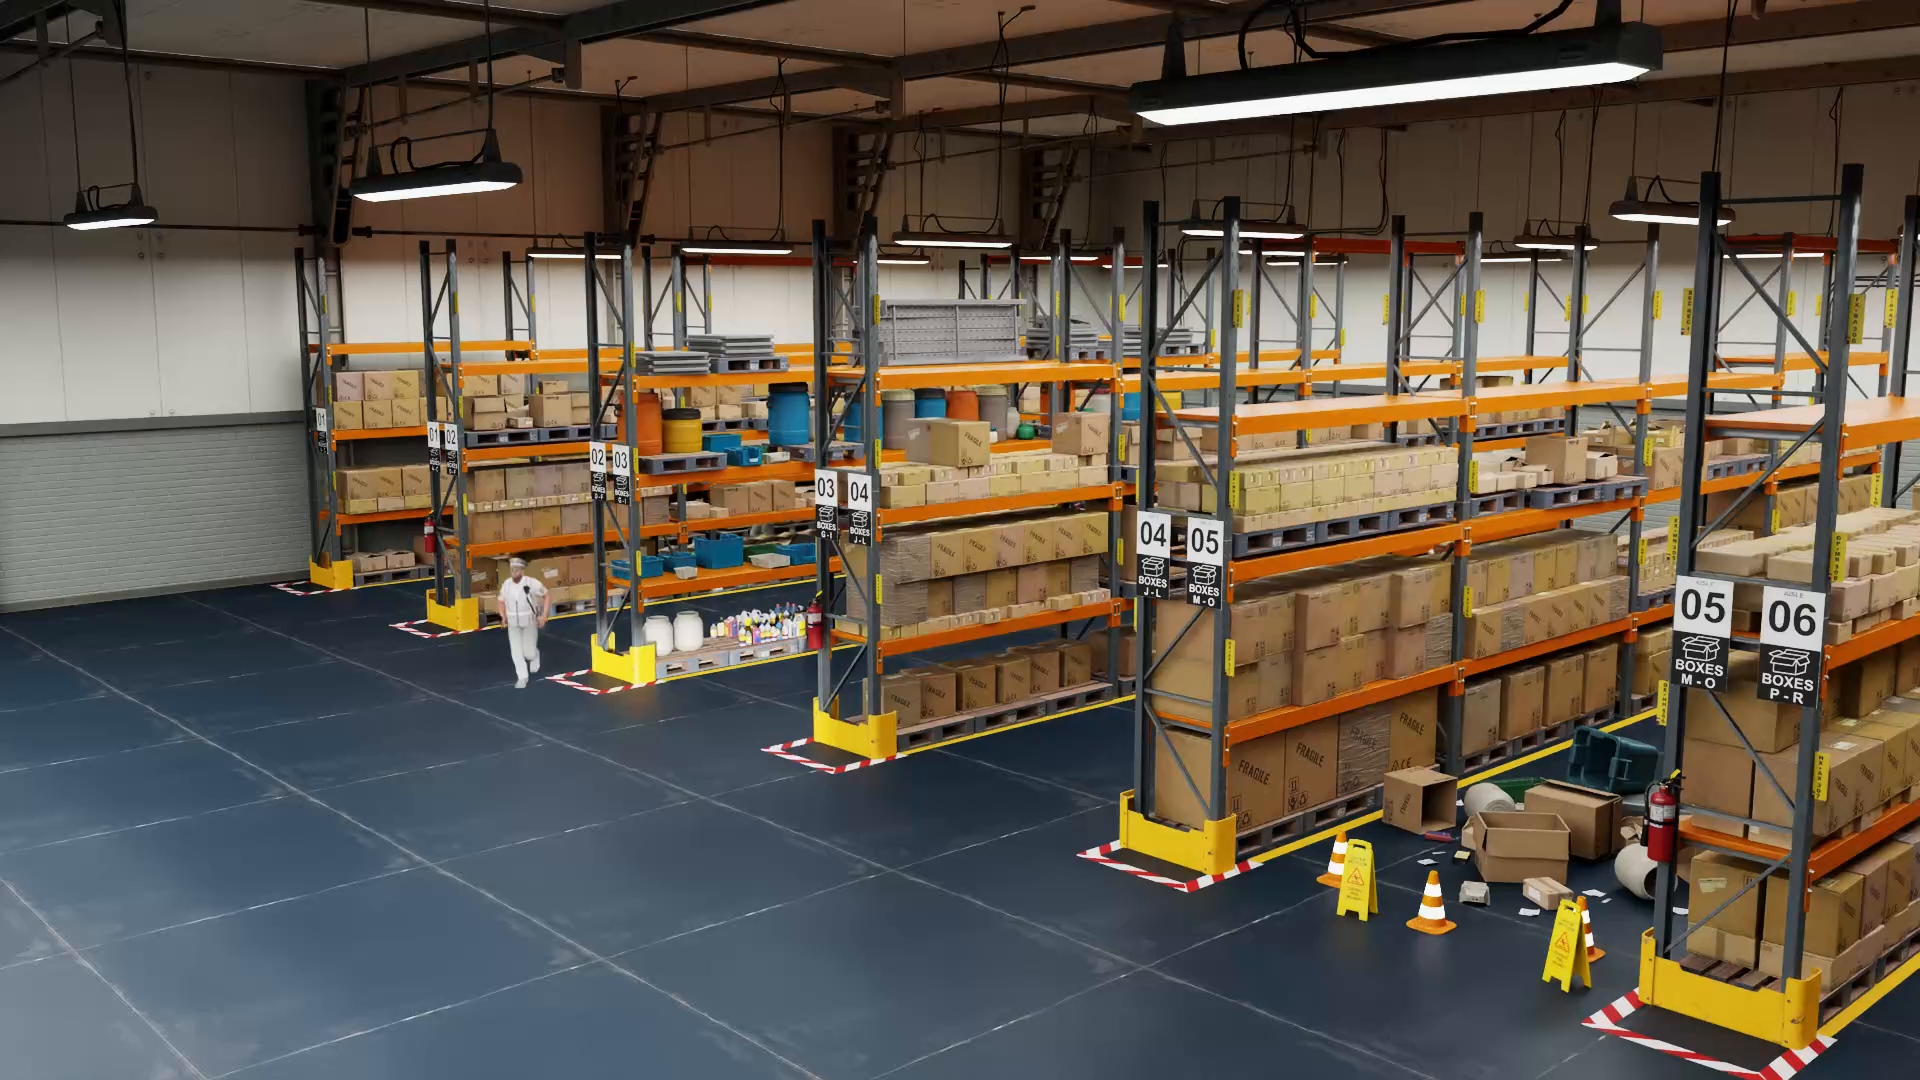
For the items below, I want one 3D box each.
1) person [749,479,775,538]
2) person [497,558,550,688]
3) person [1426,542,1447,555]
[{"bbox_3d":[-3.837,-0.359,32.186,0.587,1.634,0.583,8,12,44],"label":"person"},{"bbox_3d":[-5.798,1.086,22.109,0.690,1.756,0.669,0,8,3],"label":"person"},{"bbox_3d":[7.113,0.759,24.478,0.675,1.704,0.758,7,11,40],"label":"person"}]
